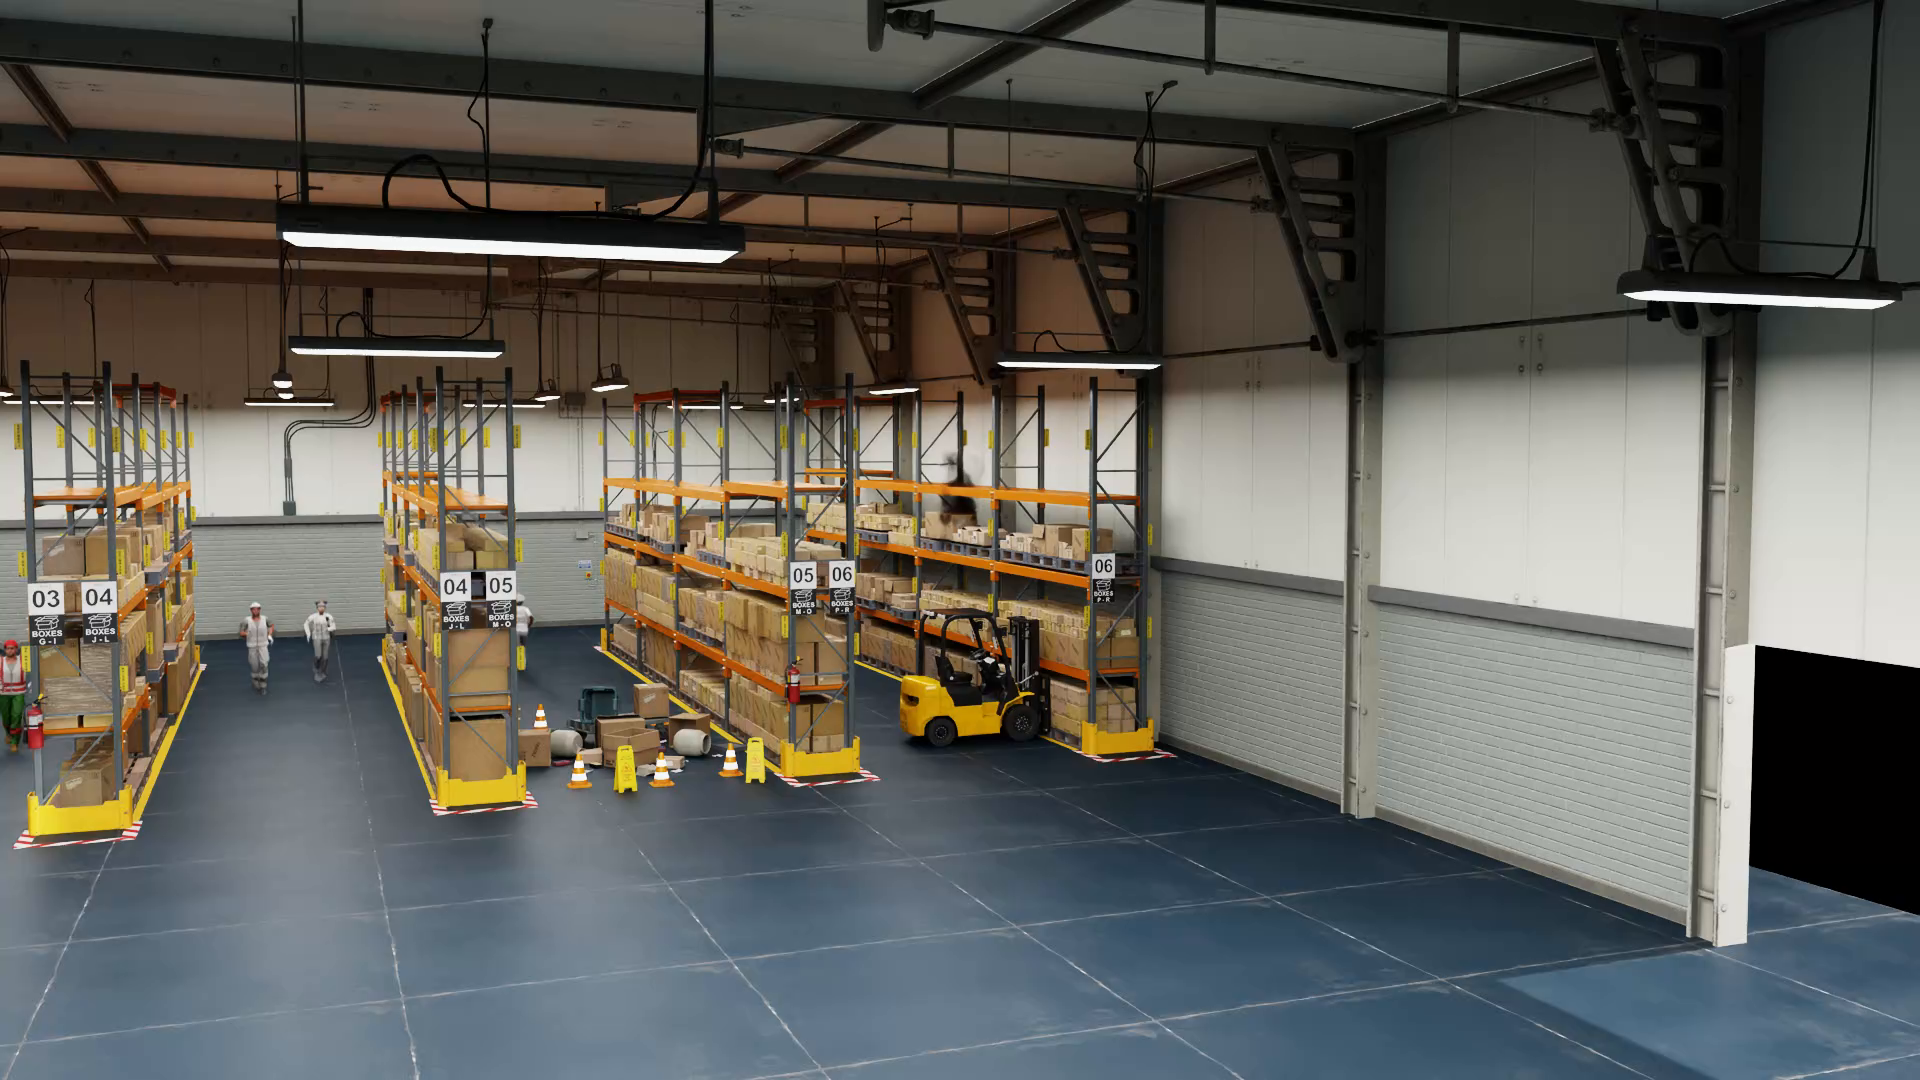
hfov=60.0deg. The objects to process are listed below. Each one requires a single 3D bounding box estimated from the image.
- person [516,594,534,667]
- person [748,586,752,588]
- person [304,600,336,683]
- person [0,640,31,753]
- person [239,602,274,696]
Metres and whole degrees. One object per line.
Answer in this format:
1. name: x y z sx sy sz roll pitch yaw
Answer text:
1. person: -9.464 2.022 35.680 0.544 1.717 1.089 -2 4 -32
2. person: -4.794 1.875 37.699 0.699 1.726 0.701 -2 4 -36
3. person: -13.212 2.090 34.395 0.579 1.706 0.685 -2 4 -31
4. person: -15.300 2.497 26.871 0.686 1.792 0.839 -2 4 -25
5. person: -13.835 2.143 32.733 0.633 1.848 0.793 -1 4 -22
